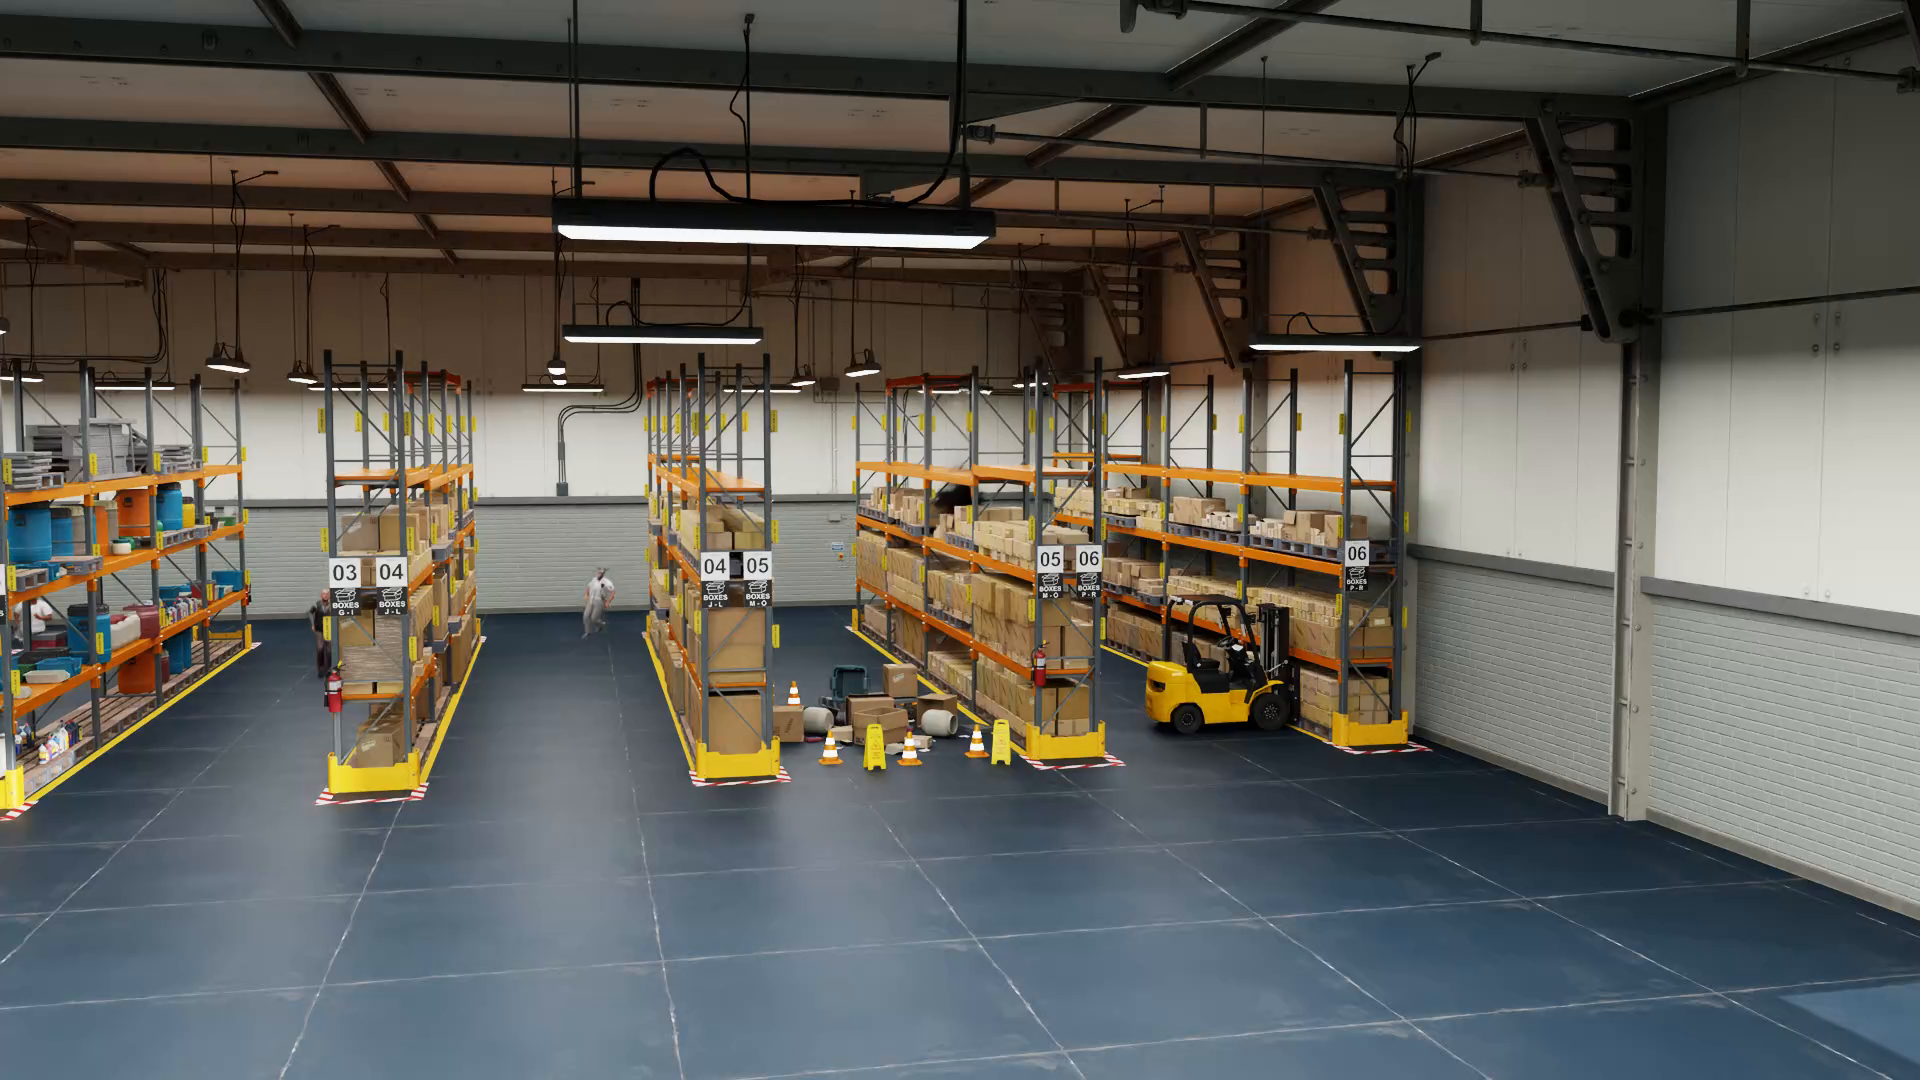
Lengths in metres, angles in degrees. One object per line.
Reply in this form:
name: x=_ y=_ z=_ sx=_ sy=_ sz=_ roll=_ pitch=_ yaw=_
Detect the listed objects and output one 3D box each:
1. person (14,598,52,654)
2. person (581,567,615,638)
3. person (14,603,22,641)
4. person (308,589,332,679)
person: x=-18.273 y=1.821 z=32.782 sx=0.684 sy=1.801 sz=0.893 roll=-2 pitch=4 yaw=-24
person: x=-8.475 y=1.464 z=39.045 sx=0.761 sy=1.685 sz=0.540 roll=2 pitch=4 yaw=21
person: x=-21.186 y=1.532 z=37.769 sx=0.926 sy=1.678 sz=0.577 roll=2 pitch=4 yaw=22
person: x=-12.560 y=1.861 z=32.941 sx=0.638 sy=1.784 sz=0.781 roll=-2 pitch=4 yaw=-24
